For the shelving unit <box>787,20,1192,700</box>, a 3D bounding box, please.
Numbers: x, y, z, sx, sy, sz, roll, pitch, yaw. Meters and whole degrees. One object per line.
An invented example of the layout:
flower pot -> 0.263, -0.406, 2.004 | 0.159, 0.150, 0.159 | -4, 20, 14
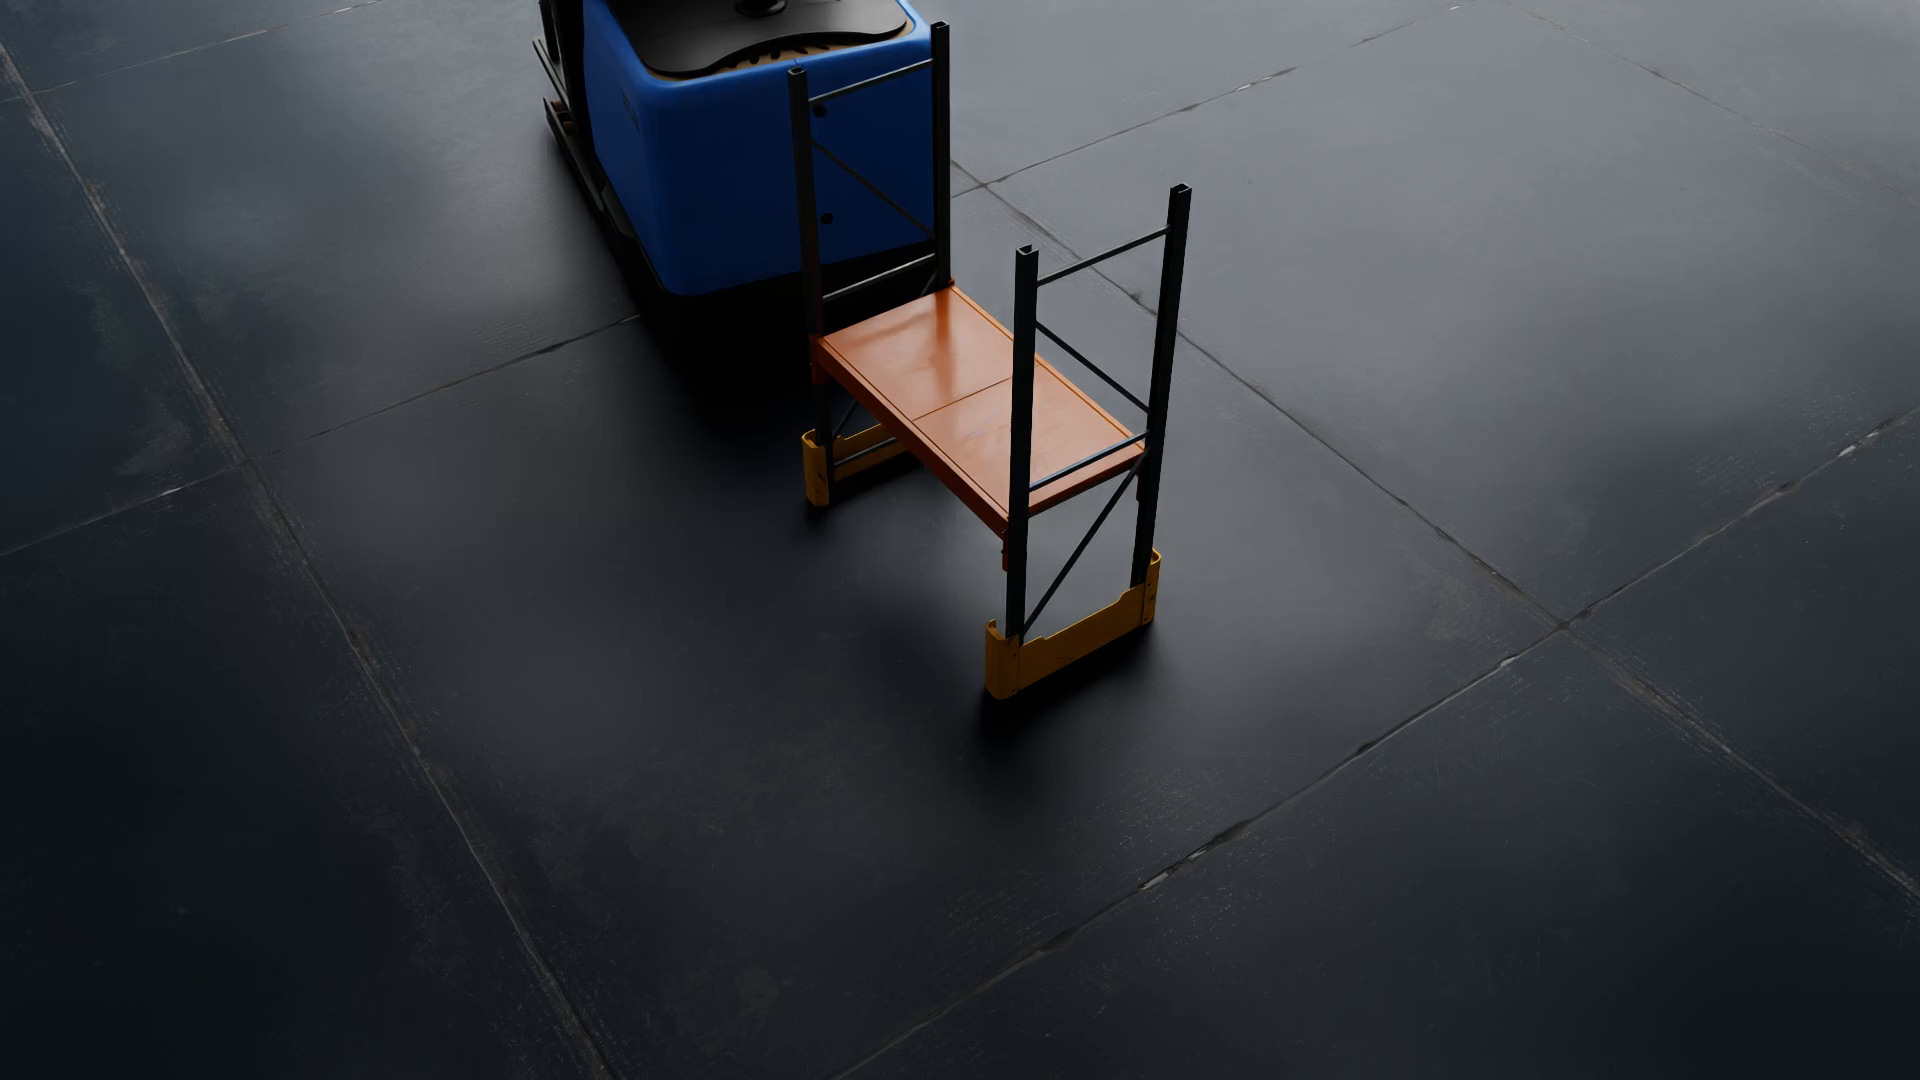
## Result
shelving unit -> 0.044, -0.499, 4.687 | 0.587, 1.500, 1.083 | -26, 49, -24

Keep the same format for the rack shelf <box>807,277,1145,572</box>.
rack shelf -> 0.049, -0.364, 4.806 | 0.538, 0.185, 1.000 | -26, 49, -24

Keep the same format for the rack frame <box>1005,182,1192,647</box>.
rack frame -> 0.340, -0.206, 4.380 | 0.500, 1.500, 0.032 | -26, 49, -24

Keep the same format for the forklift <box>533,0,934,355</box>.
forklift -> -1.097, -2.736, 5.994 | 1.130, 2.935, 3.031 | -16, 46, -16

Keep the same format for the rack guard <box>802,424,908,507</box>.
rack guard -> -0.241, -0.329, 5.414 | 0.587, 0.250, 0.087 | -26, 49, -24

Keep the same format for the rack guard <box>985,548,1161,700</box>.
rack guard -> 0.329, 0.235, 4.823 | 0.587, 0.250, 0.087 | -26, 49, -24

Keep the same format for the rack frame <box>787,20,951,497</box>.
rack frame -> -0.242, -0.782, 4.983 | 0.500, 1.500, 0.032 | -26, 49, -24
